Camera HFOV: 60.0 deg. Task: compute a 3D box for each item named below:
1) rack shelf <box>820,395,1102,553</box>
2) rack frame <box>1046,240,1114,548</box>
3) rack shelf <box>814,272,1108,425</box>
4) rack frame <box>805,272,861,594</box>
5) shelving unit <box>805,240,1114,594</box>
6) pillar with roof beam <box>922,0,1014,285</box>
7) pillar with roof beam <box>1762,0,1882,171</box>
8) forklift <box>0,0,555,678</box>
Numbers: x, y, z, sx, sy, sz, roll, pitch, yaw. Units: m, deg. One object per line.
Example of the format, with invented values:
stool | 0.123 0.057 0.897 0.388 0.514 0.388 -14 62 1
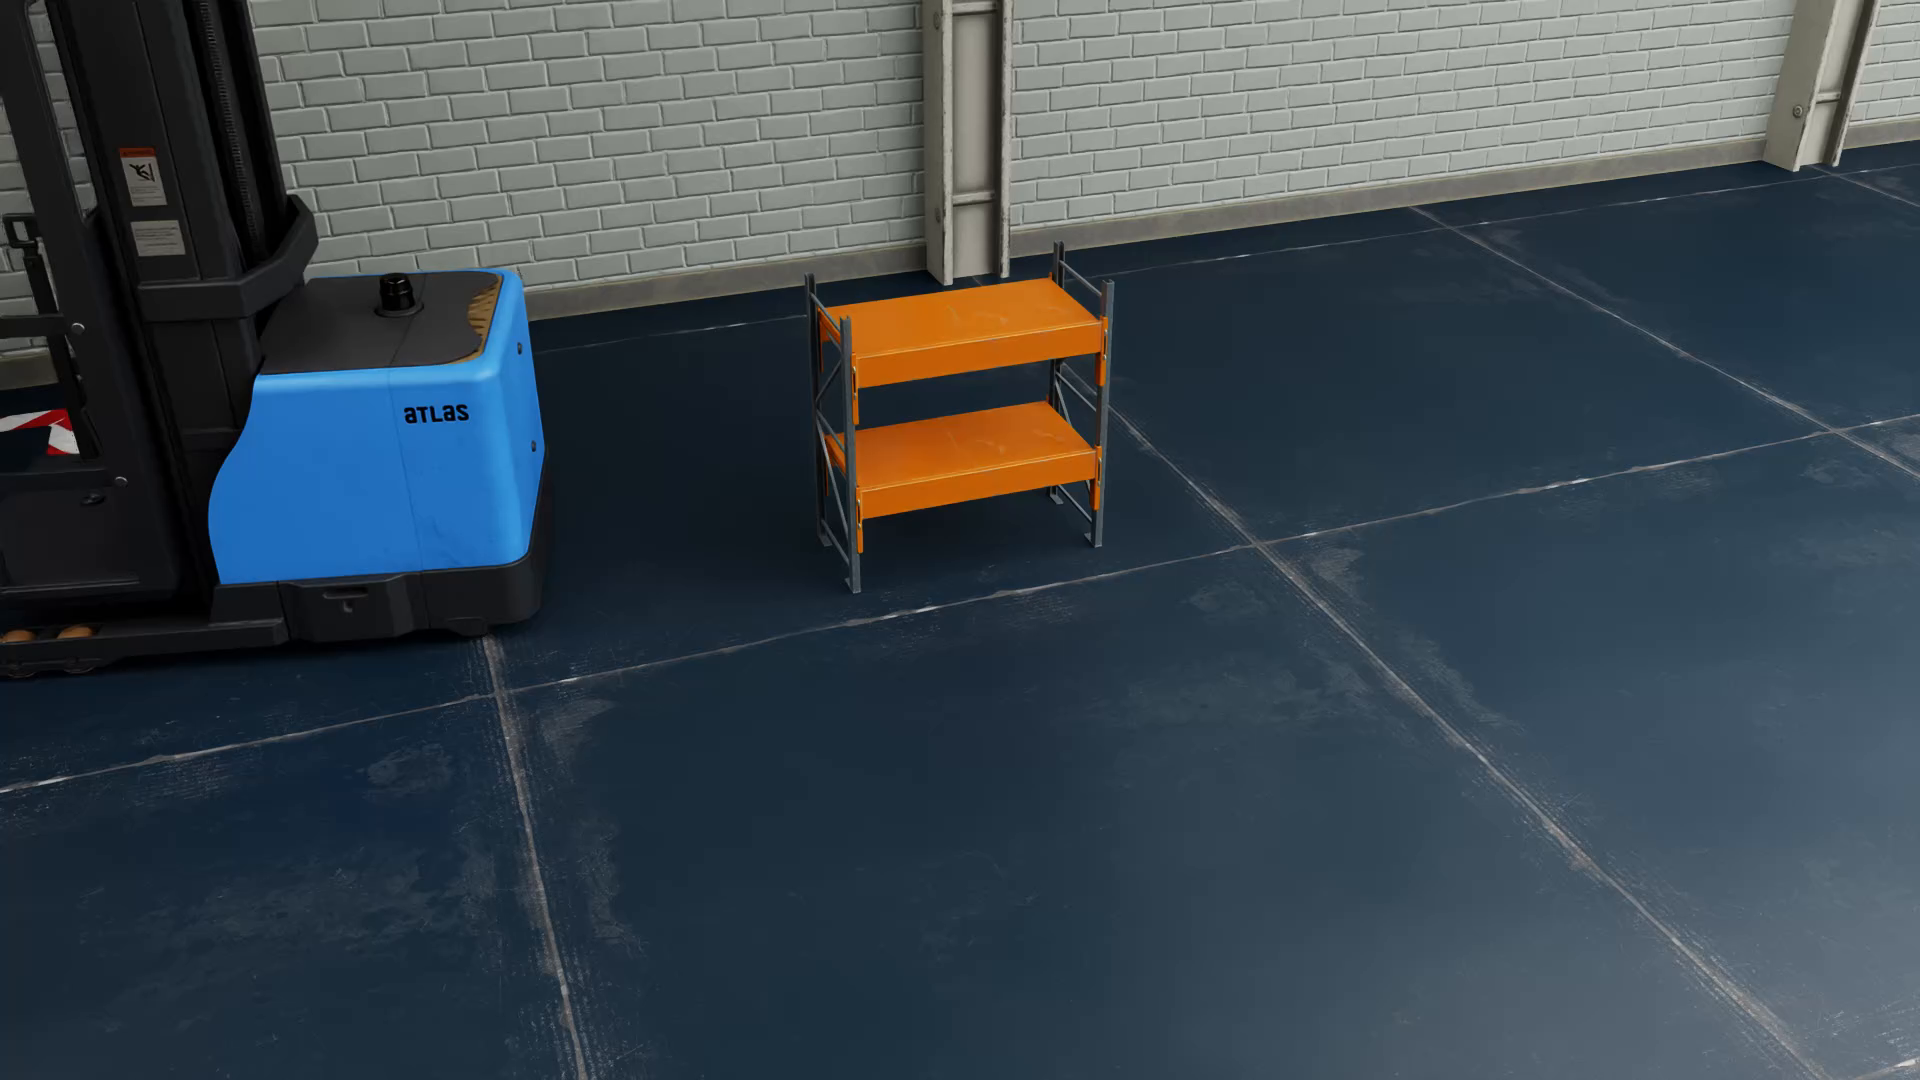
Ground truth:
rack shelf | -0.006 -0.275 6.591 1.000 0.278 0.538 -10 31 -18
rack frame | 0.470 -0.575 6.624 0.032 1.125 0.500 -10 31 -18
rack shelf | -0.006 -0.742 6.325 1.000 0.278 0.538 -10 31 -18
rack frame | -0.483 -0.400 6.315 0.032 1.125 0.500 -10 31 -18
shelving unit | -0.006 -0.488 6.470 1.048 1.125 0.538 -10 31 -18
pillar with roof beam | 1.541 -3.430 3.681 0.400 9.000 9.100 -10 31 -18
pillar with roof beam | 7.165 -4.466 5.499 0.400 9.000 9.100 -10 31 -18
forklift | -3.119 -1.065 5.658 3.031 2.935 1.130 -4 30 -7
